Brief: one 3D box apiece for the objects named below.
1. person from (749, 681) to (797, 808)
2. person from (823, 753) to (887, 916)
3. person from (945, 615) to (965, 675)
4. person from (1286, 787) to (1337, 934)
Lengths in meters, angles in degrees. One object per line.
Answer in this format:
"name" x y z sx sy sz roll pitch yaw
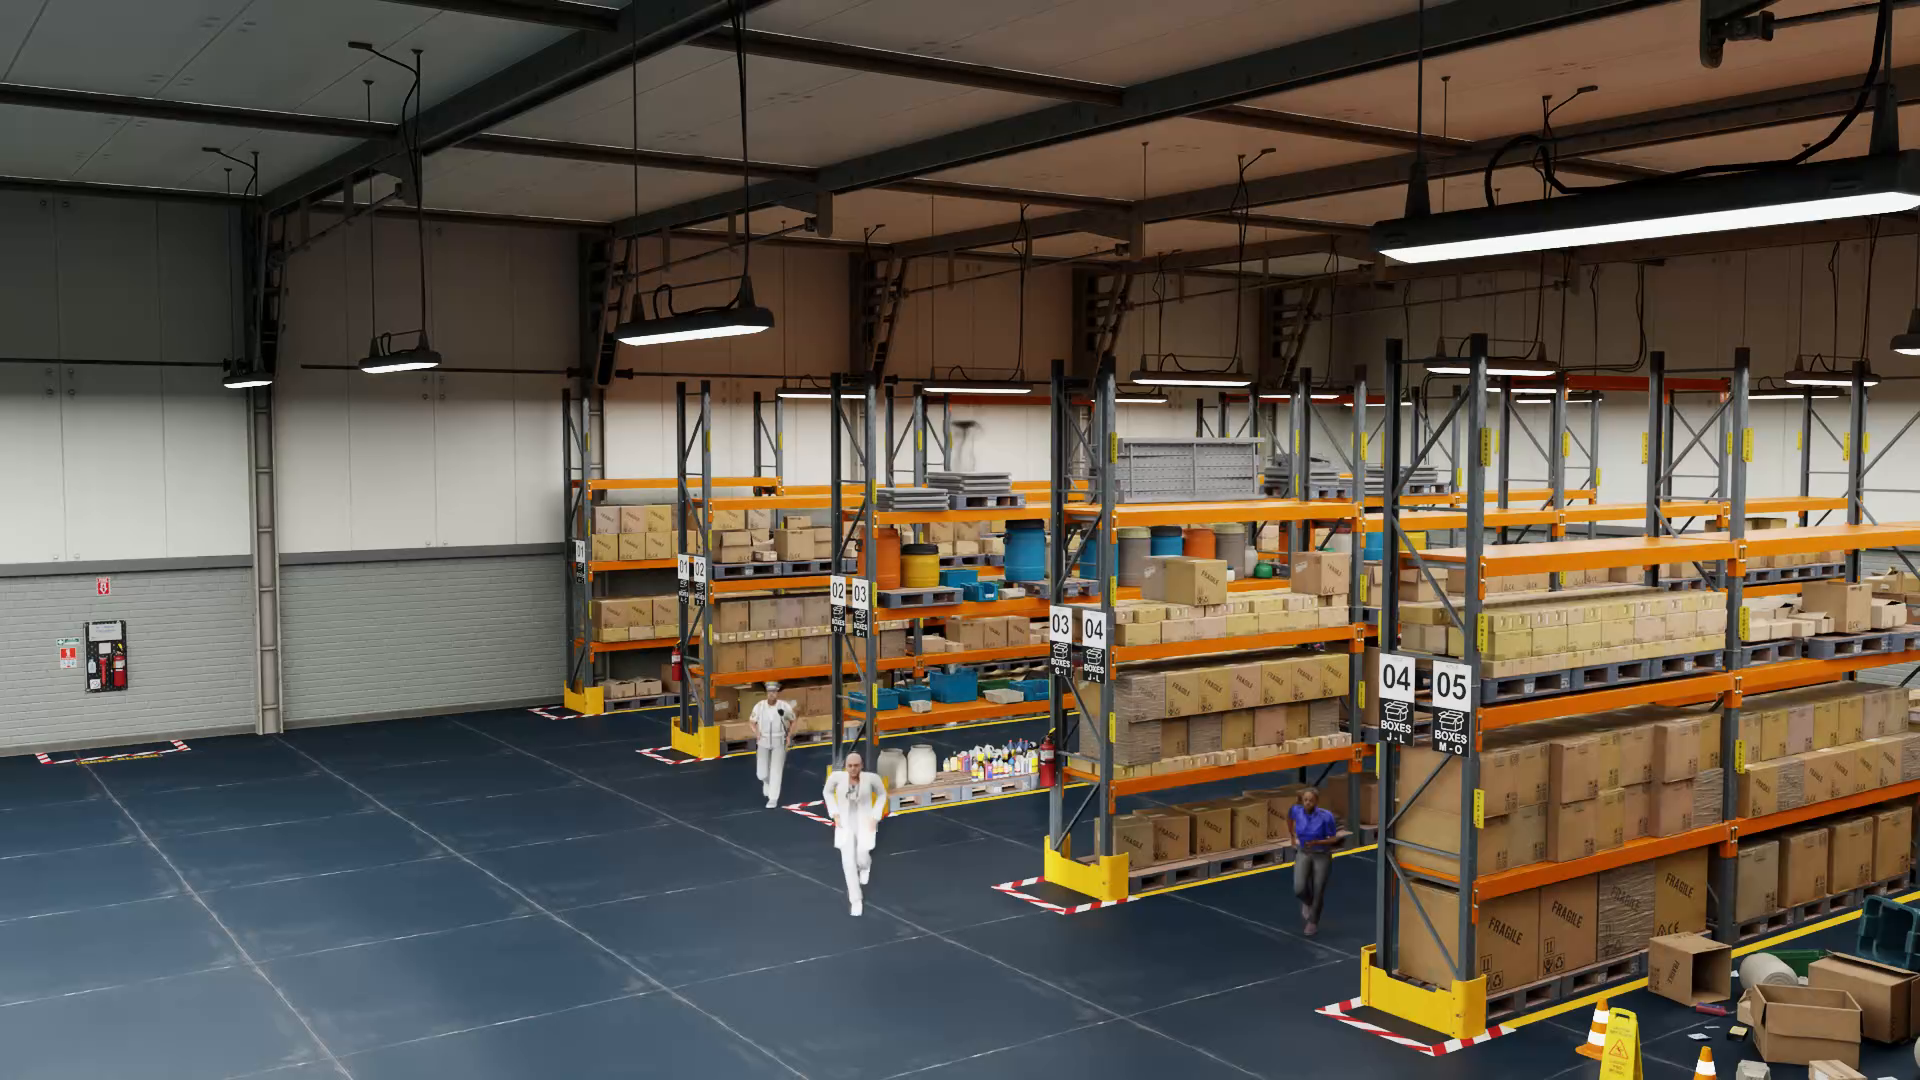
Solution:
"person" -2.597 2.810 23.085 0.658 1.741 0.679 0 4 0
"person" -1.143 3.140 18.250 0.702 1.734 1.025 0 4 5
"person" -0.018 2.259 31.580 0.930 1.781 0.691 -3 5 -36
"person" 3.578 3.286 17.012 0.561 1.577 0.726 1 4 21
